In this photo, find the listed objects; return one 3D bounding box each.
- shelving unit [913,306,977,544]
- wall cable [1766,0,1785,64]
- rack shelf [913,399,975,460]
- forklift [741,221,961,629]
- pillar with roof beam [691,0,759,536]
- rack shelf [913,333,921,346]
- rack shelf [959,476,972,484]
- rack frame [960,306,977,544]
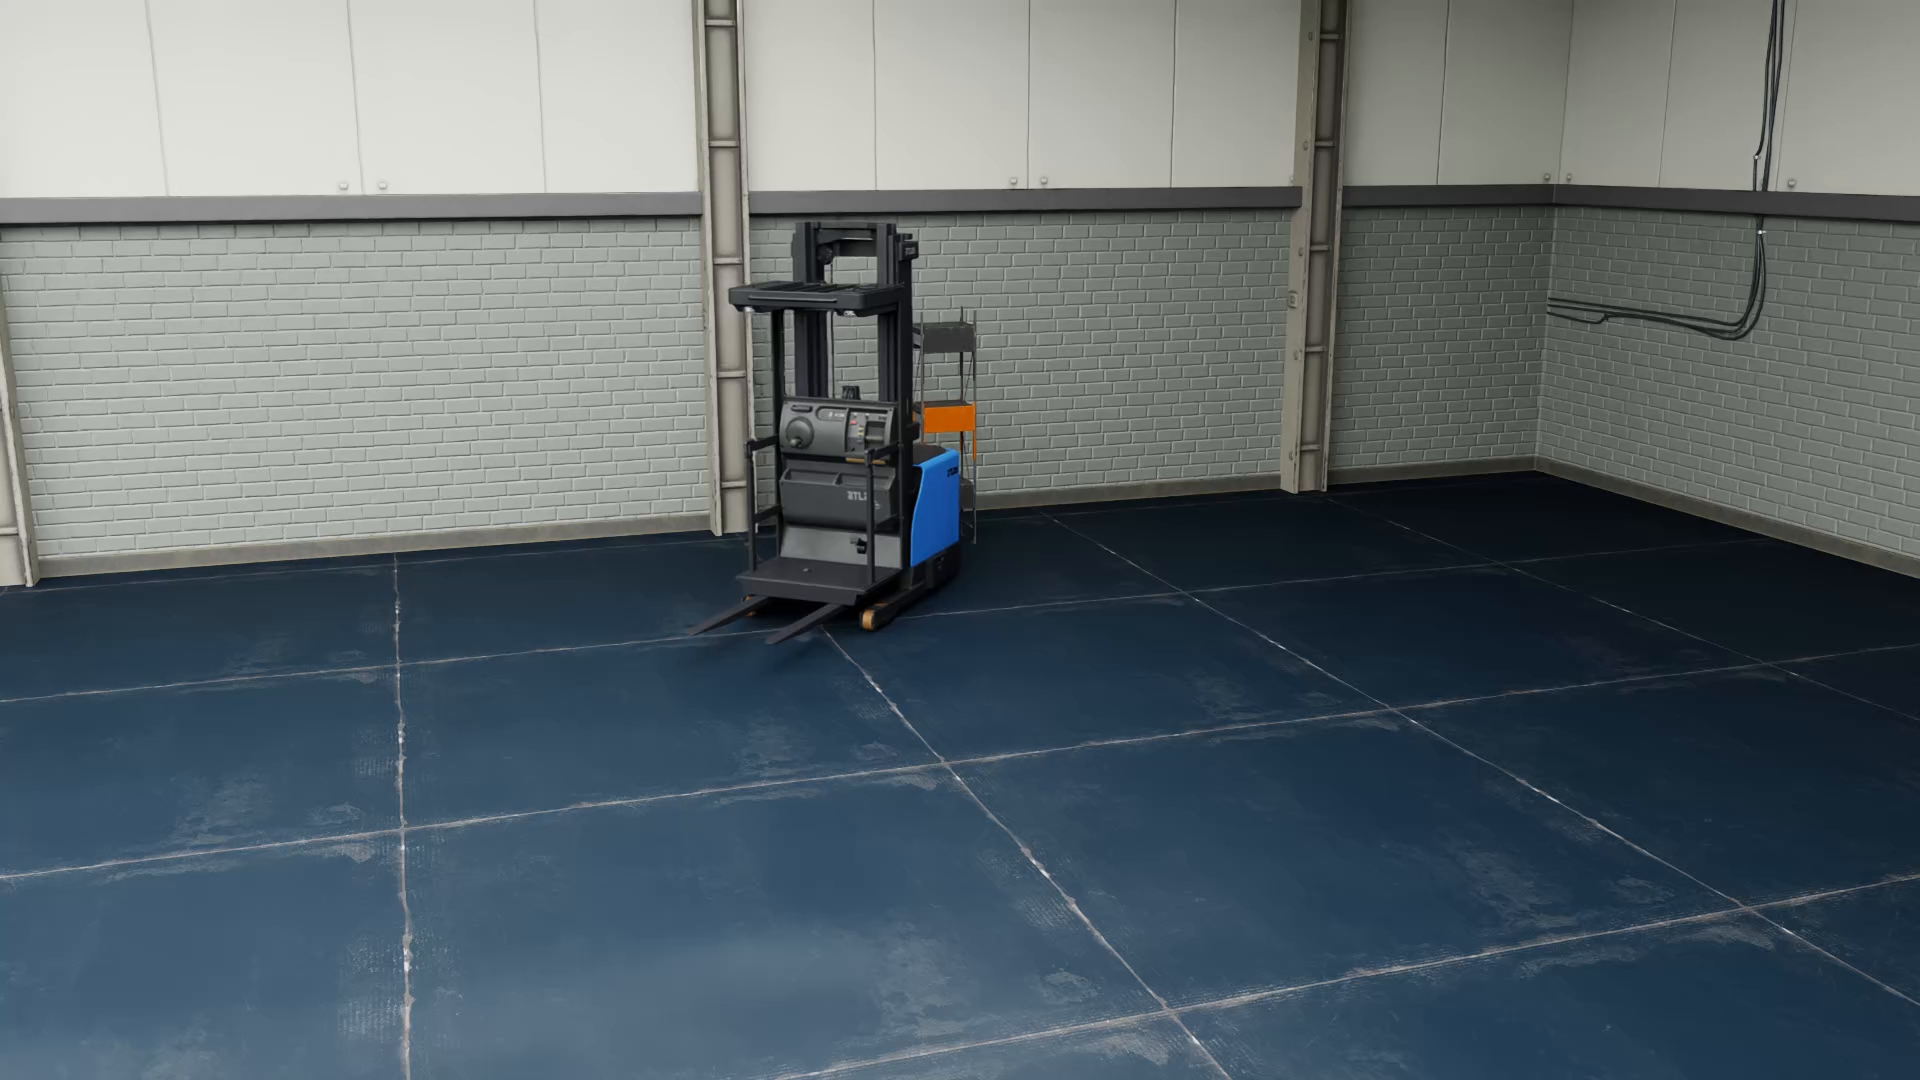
[{"bbox_3d":[-0.151,-1.010,14.850,0.492,2.100,0.431,-4,14,-18],"label":"shelving unit"},{"bbox_3d":[7.658,-5.187,13.300,0.112,2.526,3.097,-4,14,-18],"label":"wall cable"},{"bbox_3d":[-0.157,-0.996,14.852,0.480,0.518,0.431,-4,14,-18],"label":"rack shelf"},{"bbox_3d":[-1.014,-0.860,12.425,1.130,2.935,3.031,5,14,21],"label":"forklift"},{"bbox_3d":[-0.732,-3.520,10.493,0.400,9.000,9.100,-4,14,-18],"label":"pillar with roof beam"},{"bbox_3d":[-0.157,-1.774,14.666,0.442,0.100,0.332,-4,14,-18],"label":"rack shelf"},{"bbox_3d":[-0.157,-0.448,14.982,0.457,0.174,0.368,-4,14,-18],"label":"rack shelf"},{"bbox_3d":[0.074,-1.027,14.924,0.015,2.100,0.400,-4,14,-18],"label":"rack frame"}]
